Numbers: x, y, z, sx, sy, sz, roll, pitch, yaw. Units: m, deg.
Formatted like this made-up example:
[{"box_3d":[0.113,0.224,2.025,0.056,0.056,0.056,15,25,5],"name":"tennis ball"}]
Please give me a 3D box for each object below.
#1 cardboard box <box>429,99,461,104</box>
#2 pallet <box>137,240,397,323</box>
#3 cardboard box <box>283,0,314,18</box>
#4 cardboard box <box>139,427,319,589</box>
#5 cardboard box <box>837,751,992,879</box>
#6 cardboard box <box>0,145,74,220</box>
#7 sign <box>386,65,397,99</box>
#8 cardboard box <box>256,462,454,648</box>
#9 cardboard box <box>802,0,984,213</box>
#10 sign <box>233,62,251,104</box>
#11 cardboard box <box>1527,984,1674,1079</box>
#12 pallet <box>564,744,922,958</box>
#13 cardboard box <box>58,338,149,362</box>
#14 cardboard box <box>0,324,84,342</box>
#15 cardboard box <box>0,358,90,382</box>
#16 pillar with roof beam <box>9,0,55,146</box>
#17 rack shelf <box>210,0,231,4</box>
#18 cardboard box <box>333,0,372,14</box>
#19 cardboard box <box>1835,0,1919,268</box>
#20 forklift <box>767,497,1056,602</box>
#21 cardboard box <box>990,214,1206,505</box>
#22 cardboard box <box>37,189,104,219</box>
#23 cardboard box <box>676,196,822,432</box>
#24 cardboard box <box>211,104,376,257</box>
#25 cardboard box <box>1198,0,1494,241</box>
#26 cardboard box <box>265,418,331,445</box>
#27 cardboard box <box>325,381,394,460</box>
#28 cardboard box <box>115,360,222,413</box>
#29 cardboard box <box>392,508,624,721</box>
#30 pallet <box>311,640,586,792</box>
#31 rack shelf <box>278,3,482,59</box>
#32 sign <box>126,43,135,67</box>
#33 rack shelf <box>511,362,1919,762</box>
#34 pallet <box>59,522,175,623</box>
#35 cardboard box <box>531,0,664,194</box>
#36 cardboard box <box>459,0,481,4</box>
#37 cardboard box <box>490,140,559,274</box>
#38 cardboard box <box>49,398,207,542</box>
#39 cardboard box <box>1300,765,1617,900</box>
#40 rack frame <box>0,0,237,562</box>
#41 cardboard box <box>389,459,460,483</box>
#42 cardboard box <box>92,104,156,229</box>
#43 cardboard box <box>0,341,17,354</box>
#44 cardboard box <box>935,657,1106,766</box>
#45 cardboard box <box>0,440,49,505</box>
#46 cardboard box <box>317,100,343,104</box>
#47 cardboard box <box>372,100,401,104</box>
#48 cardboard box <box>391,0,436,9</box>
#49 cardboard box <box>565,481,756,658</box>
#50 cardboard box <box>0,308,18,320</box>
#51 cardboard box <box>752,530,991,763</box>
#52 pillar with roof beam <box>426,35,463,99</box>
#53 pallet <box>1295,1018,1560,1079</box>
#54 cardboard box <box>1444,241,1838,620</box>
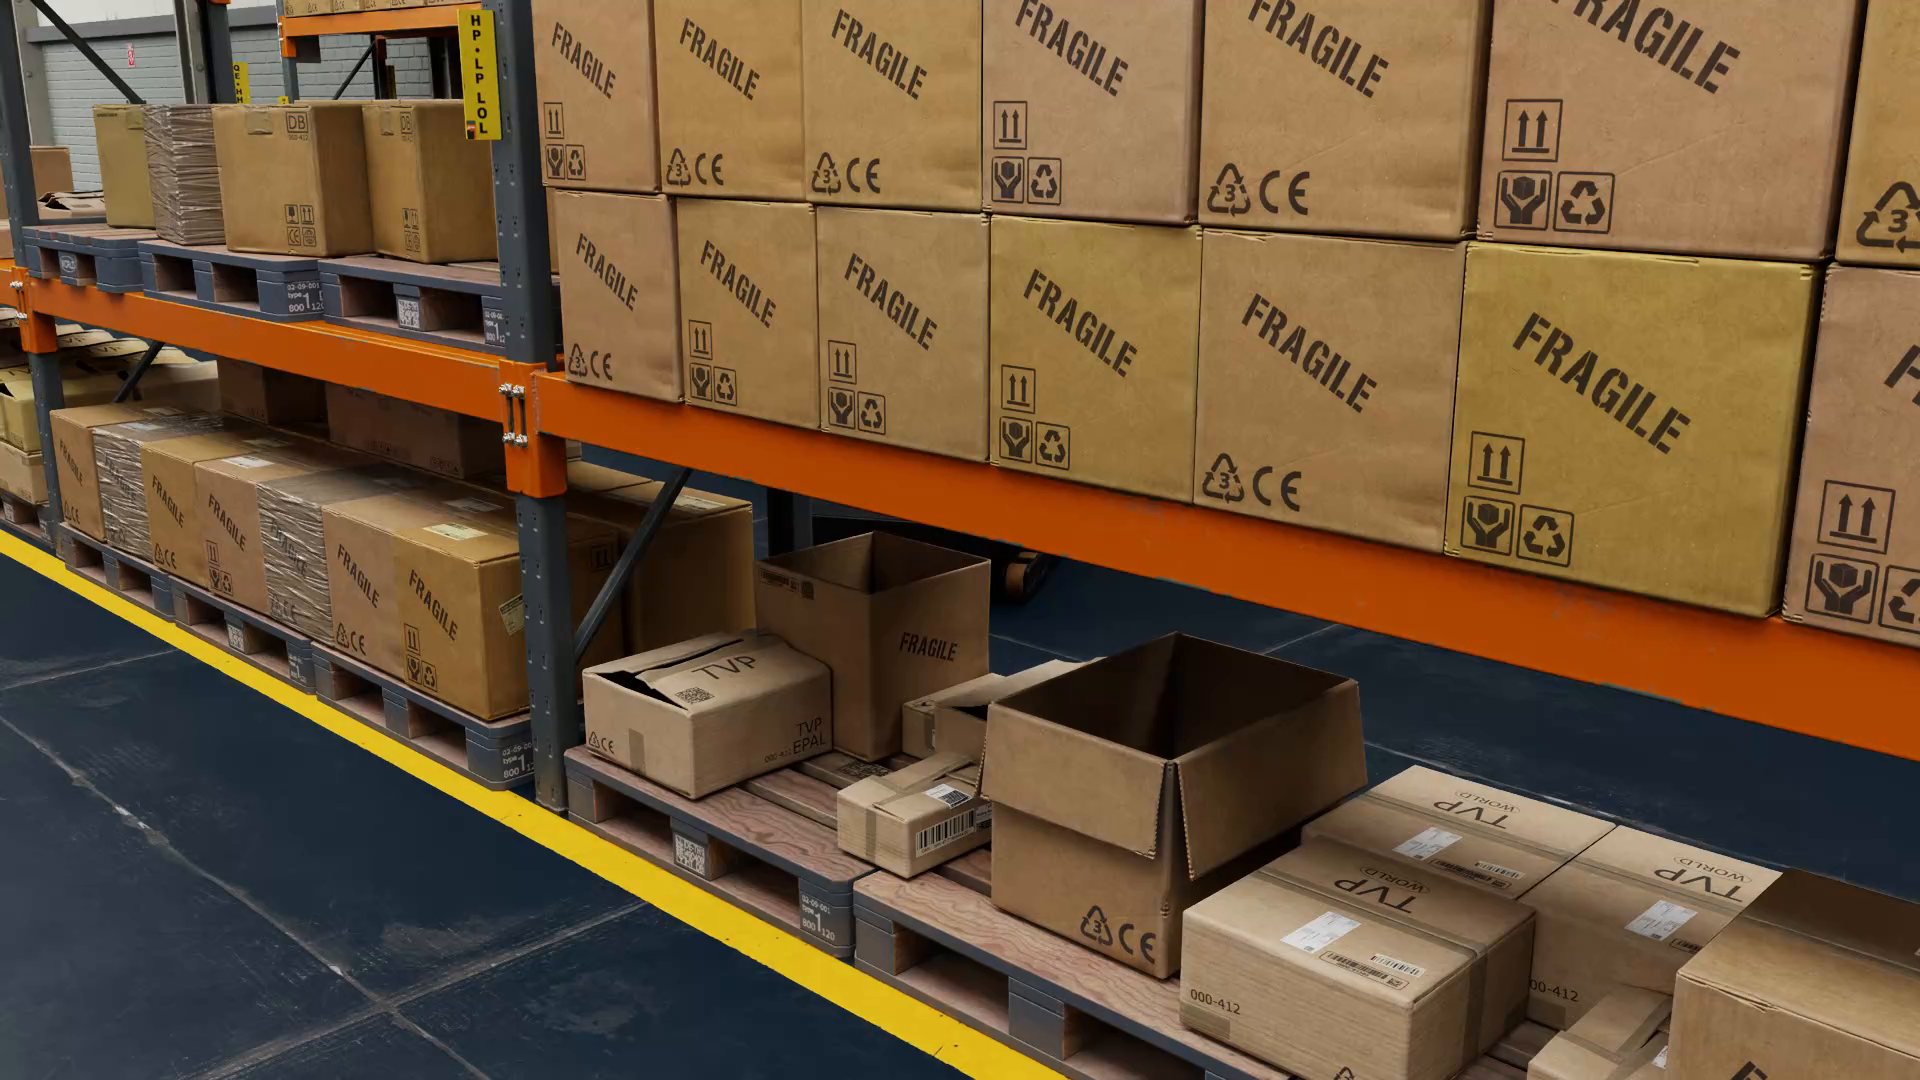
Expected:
[{"box_3d":[-4.107,-3.461,14.037,0.500,0.500,0.500,14,20,42],"name":"cardboard box"},{"box_3d":[-2.342,-1.016,6.263,1.213,0.211,1.003,14,20,42],"name":"pallet"},{"box_3d":[-6.001,-5.154,15.576,0.500,0.500,0.500,-14,20,-43],"name":"cardboard box"},{"box_3d":[-2.877,-0.141,6.608,0.500,0.500,0.500,13,20,41],"name":"cardboard box"},{"box_3d":[-0.084,0.672,4.150,0.250,0.166,0.380,14,20,42],"name":"cardboard box"},{"box_3d":[-4.964,-1.787,8.645,0.500,0.500,0.500,12,19,39],"name":"cardboard box"},{"box_3d":[-5.669,-4.559,16.556,0.005,0.325,0.100,14,20,42],"name":"sign"},{"box_3d":[-2.130,0.038,5.921,0.500,0.500,0.500,14,20,43],"name":"cardboard box"},{"box_3d":[0.020,-0.967,3.512,0.500,0.500,0.500,13,19,41],"name":"cardboard box"},{"box_3d":[-3.375,-2.070,7.790,0.005,0.325,0.100,14,20,42],"name":"sign"},{"box_3d":[1.223,0.972,2.998,0.250,0.166,0.380,14,20,42],"name":"cardboard box"},{"box_3d":[-0.372,0.722,4.745,1.213,0.211,1.003,14,20,42],"name":"pallet"},{"box_3d":[-4.668,-0.917,9.012,0.500,0.311,0.500,13,19,41],"name":"cardboard box"},{"box_3d":[-5.397,-1.096,9.697,0.500,0.311,0.500,14,20,42],"name":"cardboard box"},{"box_3d":[-4.672,-0.729,8.290,0.500,0.311,0.500,13,20,41],"name":"cardboard box"},{"box_3d":[-16.591,-8.005,20.806,0.400,9.000,9.100,14,20,42],"name":"pillar with roof beam"},{"box_3d":[-2.305,-2.202,5.911,4.000,0.370,1.077,14,20,42],"name":"rack shelf"},{"box_3d":[-5.263,-4.963,14.845,0.500,0.500,0.500,-13,20,-42],"name":"cardboard box"},{"box_3d":[1.503,-0.608,2.137,0.500,0.500,0.500,13,20,42],"name":"cardboard box"},{"box_3d":[-0.163,-1.267,6.980,1.130,2.935,3.031,4,15,15],"name":"forklift"},{"box_3d":[0.409,-0.392,3.290,0.500,0.500,0.500,13,20,41],"name":"cardboard box"},{"box_3d":[-4.254,-1.597,8.289,0.500,0.311,0.500,13,20,42],"name":"cardboard box"},{"box_3d":[-0.317,-0.569,3.969,0.500,0.500,0.500,14,20,43],"name":"cardboard box"},{"box_3d":[-2.180,-1.298,5.933,0.500,0.500,0.700,8,17,28],"name":"cardboard box"},{"box_3d":[0.762,-0.787,2.821,0.500,0.500,0.500,-14,20,-43],"name":"cardboard box"},{"box_3d":[-2.536,-0.240,6.989,0.500,0.500,0.500,13,19,40],"name":"cardboard box"},{"box_3d":[-2.126,-0.506,6.523,0.500,0.250,0.500,13,20,41],"name":"cardboard box"},{"box_3d":[-3.918,-0.737,8.321,0.500,0.311,0.500,-14,20,-42],"name":"cardboard box"},{"box_3d":[-1.420,0.214,5.246,0.500,0.500,0.500,14,20,42],"name":"cardboard box"},{"box_3d":[-1.477,0.466,5.727,1.213,0.211,1.003,14,20,42],"name":"pallet"},{"box_3d":[-4.628,-4.502,14.738,4.000,0.370,1.077,14,20,42],"name":"rack shelf"},{"box_3d":[-10.972,-6.413,22.000,0.199,0.298,0.001,14,20,42],"name":"sign"},{"box_3d":[0.574,-0.050,3.602,4.000,0.370,1.077,14,20,42],"name":"rack shelf"},{"box_3d":[-3.234,0.039,7.365,1.213,0.211,1.003,14,20,42],"name":"pallet"},{"box_3d":[-0.721,-1.147,4.204,0.500,0.500,0.500,-14,20,-43],"name":"cardboard box"},{"box_3d":[-3.726,-4.602,13.457,0.500,0.500,0.500,-14,20,-43],"name":"cardboard box"},{"box_3d":[-1.051,-1.123,5.263,0.500,0.500,0.700,7,16,24],"name":"cardboard box"},{"box_3d":[-3.616,-0.320,7.297,0.500,0.500,0.500,-13,20,-42],"name":"cardboard box"},{"box_3d":[1.100,0.748,3.694,0.500,0.250,0.500,14,20,42],"name":"cardboard box"},{"box_3d":[-3.745,-1.448,7.542,0.127,3.000,1.000,14,20,42],"name":"rack frame"},{"box_3d":[-1.791,-0.061,6.301,0.500,0.500,0.500,14,20,43],"name":"cardboard box"},{"box_3d":[-3.213,-1.610,7.132,0.500,0.500,0.700,7,16,24],"name":"cardboard box"},{"box_3d":[-5.392,-0.906,8.969,0.500,0.311,0.500,-14,20,-43],"name":"cardboard box"},{"box_3d":[0.282,0.519,4.450,0.500,0.311,0.500,14,20,42],"name":"cardboard box"},{"box_3d":[-4.293,-0.369,8.019,0.500,0.250,0.500,-14,20,-43],"name":"cardboard box"},{"box_3d":[-5.584,-3.822,15.421,0.500,0.500,0.500,14,20,42],"name":"cardboard box"},{"box_3d":[-4.837,-3.642,14.731,0.500,0.500,0.500,-14,20,-42],"name":"cardboard box"},{"box_3d":[-4.504,-4.782,14.150,0.500,0.500,0.500,13,19,40],"name":"cardboard box"},{"box_3d":[-1.044,0.120,5.609,0.500,0.500,0.500,13,19,40],"name":"cardboard box"},{"box_3d":[-6.134,-1.274,10.379,0.500,0.311,0.500,14,20,42],"name":"cardboard box"},{"box_3d":[-0.258,0.297,4.930,0.500,0.500,0.500,14,20,42],"name":"cardboard box"},{"box_3d":[-7.952,-5.904,12.745,0.400,9.000,9.100,14,20,42],"name":"pillar with roof beam"},{"box_3d":[1.385,1.149,3.106,1.213,0.211,1.003,14,20,42],"name":"pallet"},{"box_3d":[1.127,-0.216,2.613,0.500,0.500,0.500,14,20,43],"name":"cardboard box"}]
